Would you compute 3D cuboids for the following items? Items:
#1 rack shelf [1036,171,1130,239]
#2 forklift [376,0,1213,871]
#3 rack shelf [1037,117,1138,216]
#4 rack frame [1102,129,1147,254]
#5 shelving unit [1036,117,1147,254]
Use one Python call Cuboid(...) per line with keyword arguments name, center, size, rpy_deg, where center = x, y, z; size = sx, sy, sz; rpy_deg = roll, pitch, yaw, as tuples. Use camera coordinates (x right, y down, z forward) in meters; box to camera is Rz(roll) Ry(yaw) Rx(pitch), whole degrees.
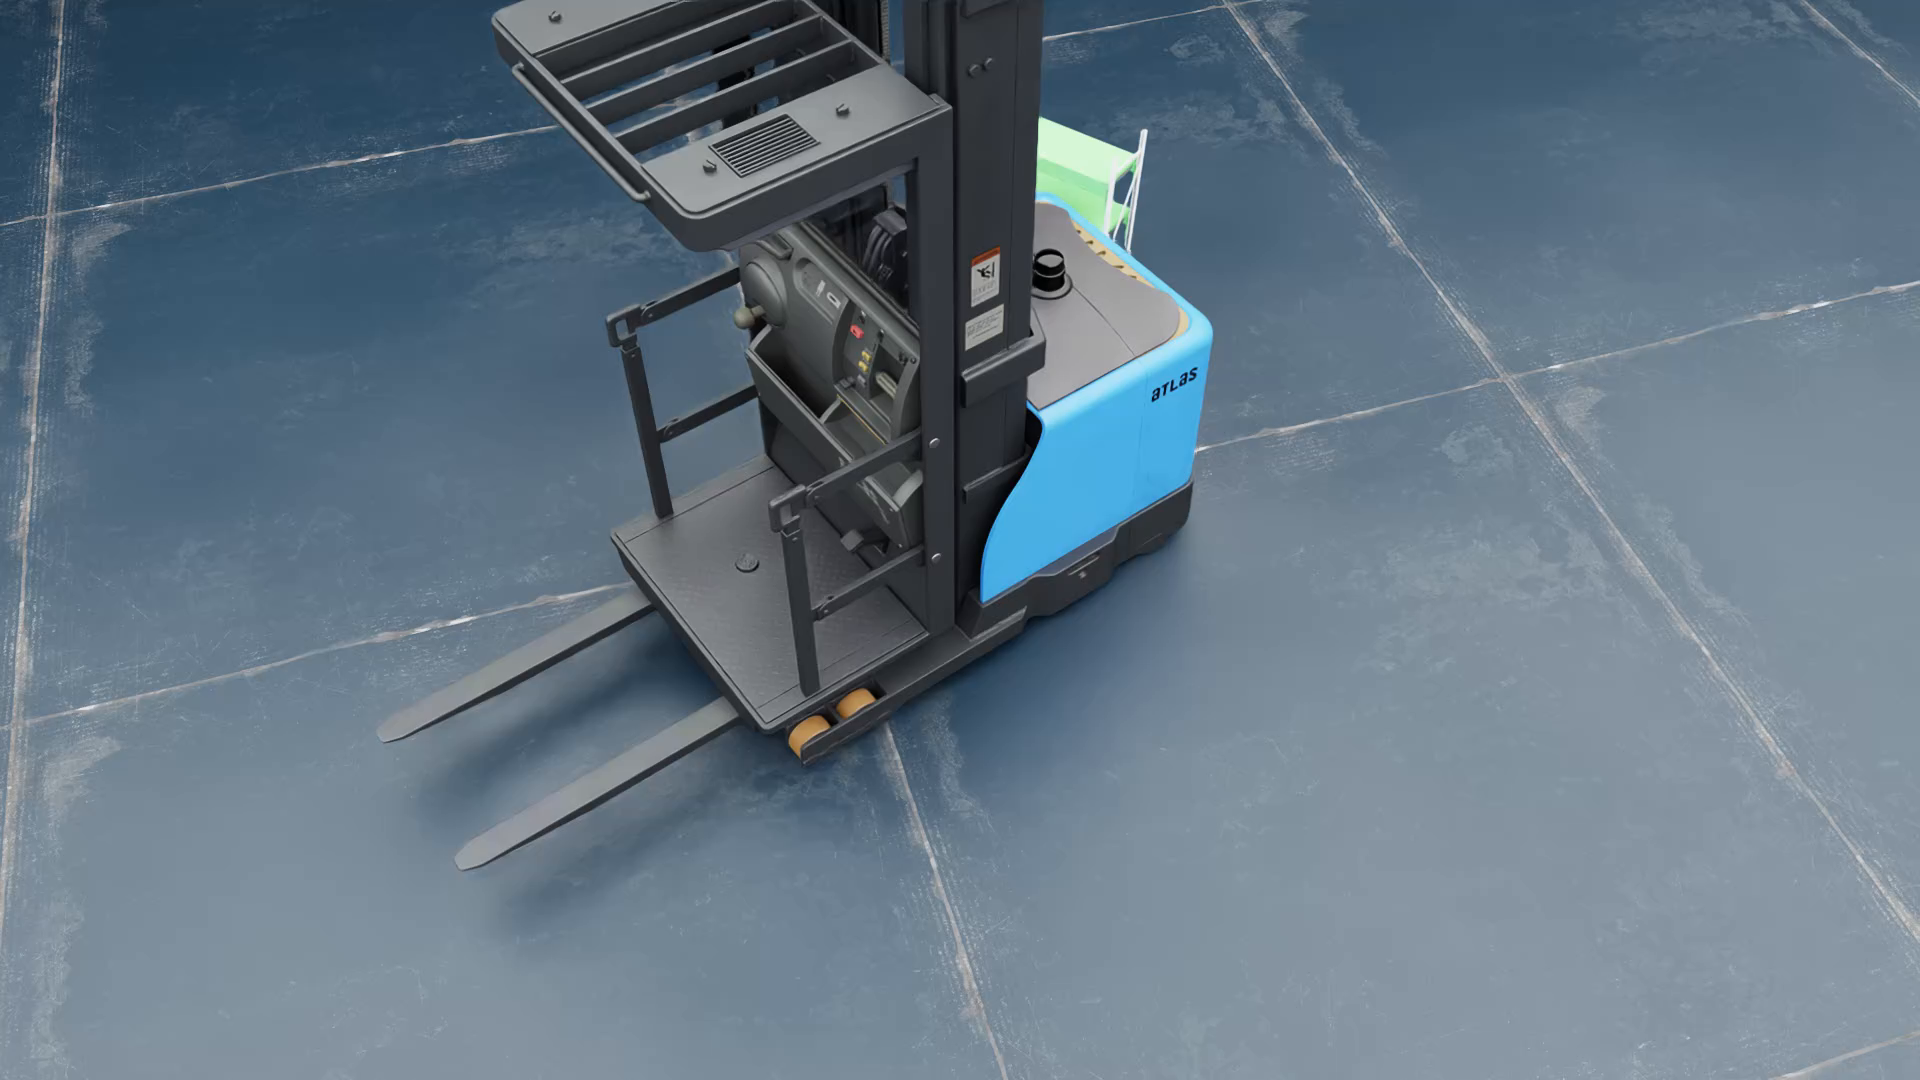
Cuboid(name="rack shelf", center=(0.412, -1.289, 6.599), size=(0.480, 0.148, 0.258), rpy_deg=(27, 50, 21))
Cuboid(name="forklift", center=(-0.588, -0.627, 5.151), size=(3.031, 2.935, 1.130), rpy_deg=(-29, 56, -23))
Cuboid(name="rack shelf", center=(0.423, -1.456, 6.427), size=(0.480, 0.148, 0.258), rpy_deg=(27, 50, 21))
Cuboid(name="rack frame", center=(0.605, -1.062, 6.637), size=(0.015, 1.200, 0.240), rpy_deg=(27, 50, 21))
Cuboid(name="shelving unit", center=(0.403, -1.166, 6.725), size=(0.503, 1.200, 0.258), rpy_deg=(27, 50, 21))
